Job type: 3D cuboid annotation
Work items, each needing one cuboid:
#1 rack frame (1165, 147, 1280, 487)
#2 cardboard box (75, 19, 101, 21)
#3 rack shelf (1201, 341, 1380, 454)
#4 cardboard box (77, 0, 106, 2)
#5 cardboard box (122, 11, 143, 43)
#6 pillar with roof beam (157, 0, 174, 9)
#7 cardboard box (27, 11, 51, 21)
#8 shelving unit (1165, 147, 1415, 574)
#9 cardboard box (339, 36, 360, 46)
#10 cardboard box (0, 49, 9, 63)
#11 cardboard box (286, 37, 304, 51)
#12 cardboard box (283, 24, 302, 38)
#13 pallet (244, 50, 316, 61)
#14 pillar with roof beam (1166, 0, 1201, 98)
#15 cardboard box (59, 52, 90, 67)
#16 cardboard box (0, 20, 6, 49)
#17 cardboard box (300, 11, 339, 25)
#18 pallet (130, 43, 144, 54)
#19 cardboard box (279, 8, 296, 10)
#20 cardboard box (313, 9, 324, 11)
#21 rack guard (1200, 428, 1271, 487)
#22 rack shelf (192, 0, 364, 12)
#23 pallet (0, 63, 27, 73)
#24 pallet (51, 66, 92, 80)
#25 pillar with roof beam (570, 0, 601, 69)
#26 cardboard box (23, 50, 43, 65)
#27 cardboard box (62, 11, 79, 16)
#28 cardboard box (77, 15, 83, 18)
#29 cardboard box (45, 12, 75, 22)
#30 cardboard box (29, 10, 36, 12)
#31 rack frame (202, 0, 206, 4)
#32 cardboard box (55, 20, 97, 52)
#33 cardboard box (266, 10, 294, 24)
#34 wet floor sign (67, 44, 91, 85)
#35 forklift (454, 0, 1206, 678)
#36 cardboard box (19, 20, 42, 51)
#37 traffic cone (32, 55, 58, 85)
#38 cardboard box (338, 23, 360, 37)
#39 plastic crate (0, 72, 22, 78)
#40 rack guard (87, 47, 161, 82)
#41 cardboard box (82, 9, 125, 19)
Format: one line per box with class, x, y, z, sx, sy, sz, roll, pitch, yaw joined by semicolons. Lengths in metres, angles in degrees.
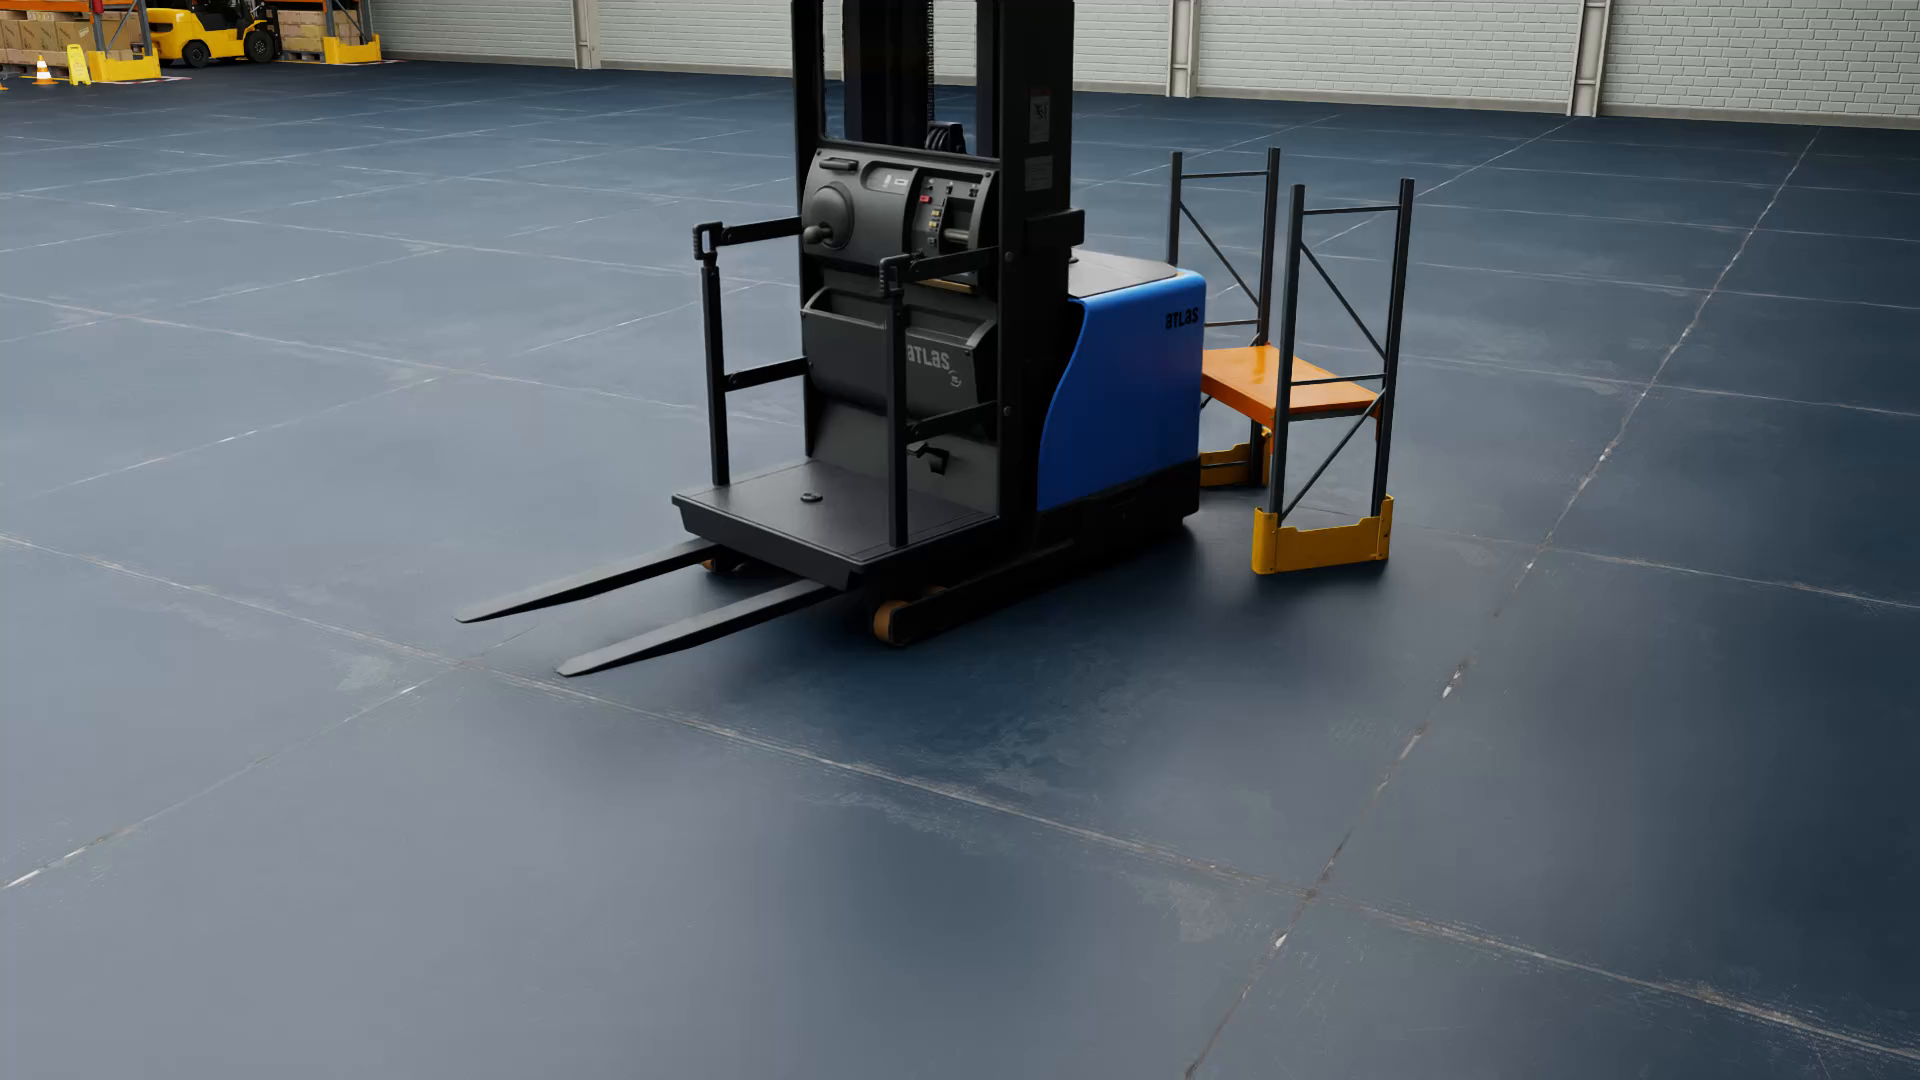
rack frame;1.117;-0.936;7.247;0.500;1.500;0.032;-6;21;-17
cardboard box;-15.558;-9.027;29.668;0.500;0.500;0.500;10;22;25
rack shelf;1.278;-0.603;6.855;0.538;0.185;1.000;-6;21;-17
cardboard box;-14.940;-9.344;28.594;0.250;0.149;0.380;12;23;29
cardboard box;-17.376;-11.027;35.733;0.625;0.625;0.875;10;22;25
pillar with roof beam;-19.598;-13.862;31.885;0.400;9.000;9.100;11;23;27
cardboard box;-16.136;-9.210;29.221;0.250;0.149;0.380;12;23;30
shelving unit;1.275;-0.775;6.802;0.587;1.500;1.083;-6;21;-17
cardboard box;-12.425;-9.987;33.414;0.500;0.250;0.500;11;23;28
cardboard box;-17.147;-8.770;30.059;0.500;0.250;0.500;12;23;30
cardboard box;-13.086;-9.916;33.220;0.500;0.250;0.500;11;23;27
cardboard box;-13.102;-10.156;33.148;0.500;0.250;0.500;11;22;27
pallet;-13.841;-9.949;33.983;1.213;0.211;1.003;11;23;27
pillar with roof beam;1.355;-9.871;20.882;0.400;9.000;9.100;11;23;27
cardboard box;-15.367;-8.427;29.114;0.500;0.250;0.500;11;23;27
cardboard box;-17.145;-9.122;29.931;0.500;0.500;0.500;12;23;29
cardboard box;-12.646;-10.301;32.813;0.500;0.250;0.500;12;23;29
pallet;-17.315;-10.610;35.804;1.213;0.211;1.003;11;23;27
cardboard box;-13.733;-10.709;33.938;0.500;0.250;0.500;10;22;26
cardboard box;-12.857;-10.535;33.460;0.500;0.250;0.500;11;23;27
rack guard;1.118;-0.348;7.459;0.587;0.250;0.087;-6;21;-17
rack shelf;-13.838;-10.936;33.671;4.000;0.370;1.077;11;23;27
pallet;-17.398;-8.717;30.586;1.213;0.211;1.003;11;23;27
pallet;-15.268;-8.311;29.467;1.213;0.211;1.003;11;23;27
pillar with roof beam;-9.122;-11.867;26.383;0.400;9.000;9.100;11;23;27
cardboard box;-16.254;-8.597;29.582;0.500;0.250;0.500;10;22;25
cardboard box;-19.631;-11.606;36.561;0.250;0.149;0.380;10;22;25
cardboard box;-19.550;-11.301;36.671;0.500;0.500;0.500;12;23;29
cardboard box;-15.689;-9.123;28.981;0.250;0.149;0.380;12;23;29
cardboard box;-20.519;-11.798;37.090;0.250;0.149;0.380;10;22;26
rack frame;-15.584;-11.607;34.465;0.127;3.000;1.000;11;23;27
cardboard box;-15.336;-8.777;28.978;0.500;0.500;0.500;11;23;28
cardboard box;-13.540;-10.465;33.265;0.500;0.250;0.500;11;23;28
wet floor sign;-14.865;-8.007;27.992;0.267;0.644;0.232;-16;26;-38
forklift;-0.382;-1.202;5.881;1.130;2.935;3.031;18;27;41
cardboard box;-16.230;-8.948;29.452;0.500;0.500;0.500;10;22;26
traffic cone;-15.514;-7.959;28.127;0.334;0.463;0.336;11;23;27
cardboard box;-12.401;-10.222;33.329;0.500;0.250;0.500;11;23;28
plastic crate;-17.031;-8.251;29.495;0.583;0.080;0.402;3;20;9
rack guard;-14.576;-8.301;29.017;0.348;0.500;1.175;11;23;27
cardboard box;-18.538;-11.246;36.335;0.625;0.625;0.875;12;23;29
